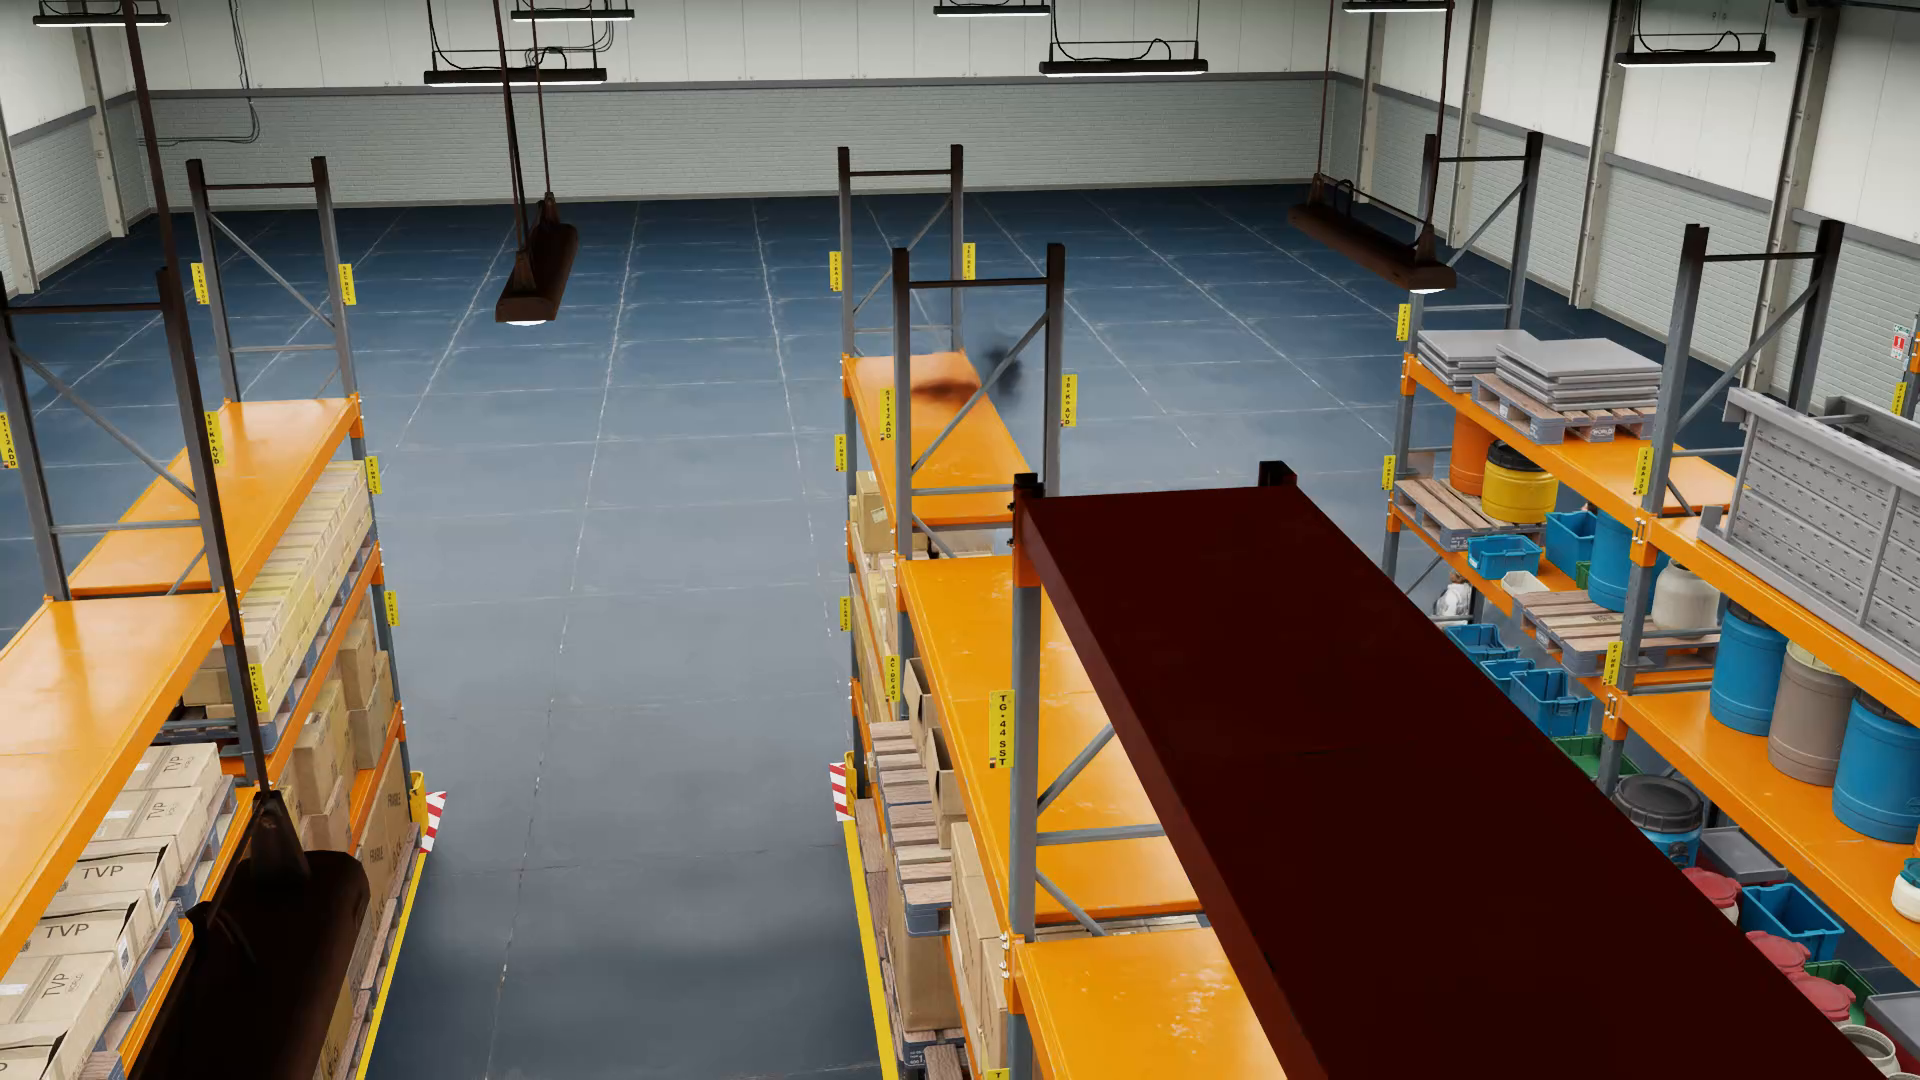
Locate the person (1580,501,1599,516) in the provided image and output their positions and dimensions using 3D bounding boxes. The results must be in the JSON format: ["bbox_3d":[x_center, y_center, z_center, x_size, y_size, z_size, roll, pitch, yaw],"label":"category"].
[{"bbox_3d":[6.939,0.324,18.577,0.608,1.636,0.546,8,23,19],"label":"person"}]

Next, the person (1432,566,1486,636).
[{"bbox_3d":[5.039,0.946,17.037,0.715,1.678,0.663,18,28,39],"label":"person"}]
